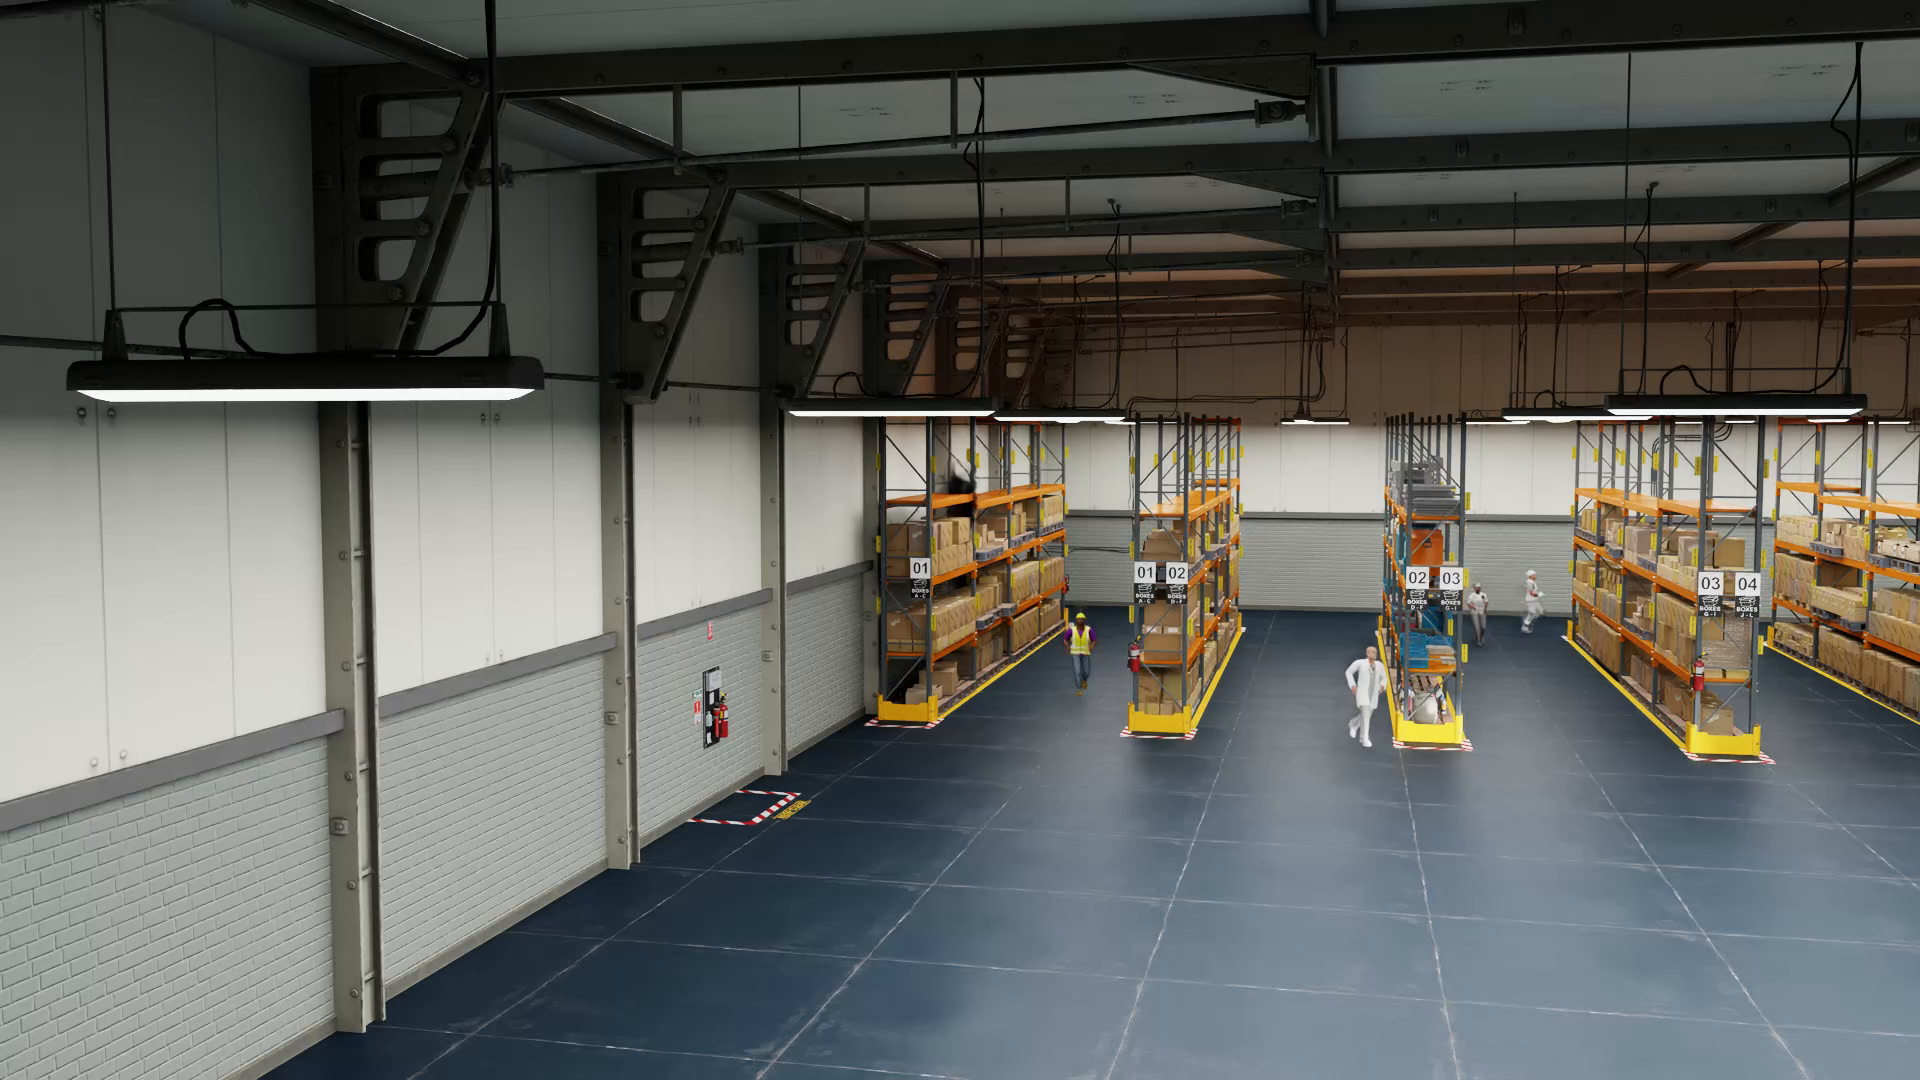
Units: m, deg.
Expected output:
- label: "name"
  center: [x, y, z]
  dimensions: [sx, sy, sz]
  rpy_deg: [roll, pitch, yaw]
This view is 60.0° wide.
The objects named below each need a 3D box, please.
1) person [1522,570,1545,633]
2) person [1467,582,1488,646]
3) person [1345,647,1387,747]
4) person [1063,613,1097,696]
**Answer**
- label: "person"
  center: [15.947, 1.705, 46.292]
  dimensions: [0.571, 1.745, 0.643]
  rpy_deg: [2, 4, 23]
- label: "person"
  center: [13.618, 1.942, 43.684]
  dimensions: [0.561, 1.666, 0.539]
  rpy_deg: [1, 4, 8]
- label: "person"
  center: [7.396, 2.815, 30.207]
  dimensions: [0.741, 1.768, 0.860]
  rpy_deg: [-1, 4, -15]
- label: "person"
  center: [2.519, 2.391, 34.904]
  dimensions: [0.704, 1.723, 0.694]
  rpy_deg: [0, 4, 1]
